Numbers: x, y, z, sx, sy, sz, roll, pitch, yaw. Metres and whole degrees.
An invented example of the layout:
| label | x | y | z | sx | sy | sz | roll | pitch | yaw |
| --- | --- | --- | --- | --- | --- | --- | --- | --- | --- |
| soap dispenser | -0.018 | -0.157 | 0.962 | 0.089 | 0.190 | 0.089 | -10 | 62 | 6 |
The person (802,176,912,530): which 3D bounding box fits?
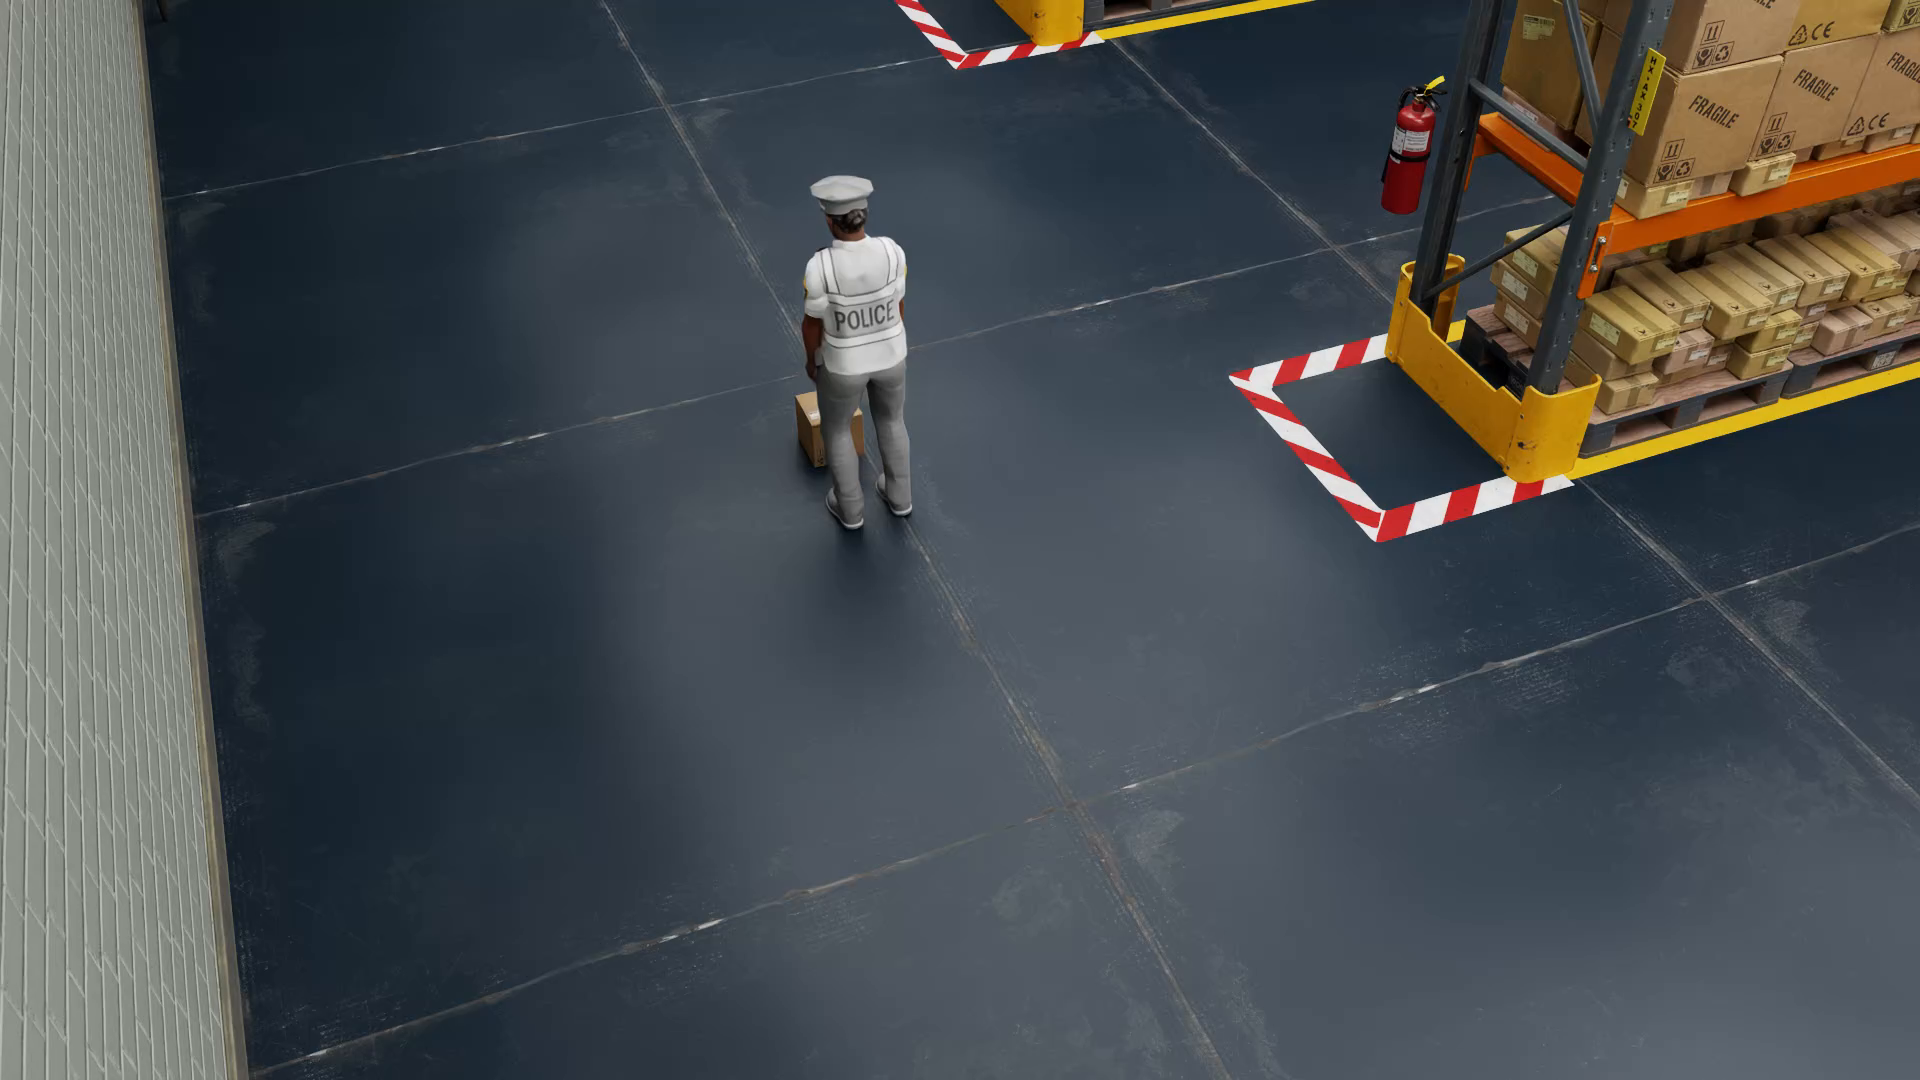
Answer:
| label | x | y | z | sx | sy | sz | roll | pitch | yaw |
| --- | --- | --- | --- | --- | --- | --- | --- | --- | --- |
| person | -0.440 | -0.755 | 7.018 | 0.444 | 1.648 | 0.366 | -15 | 44 | -16 |
